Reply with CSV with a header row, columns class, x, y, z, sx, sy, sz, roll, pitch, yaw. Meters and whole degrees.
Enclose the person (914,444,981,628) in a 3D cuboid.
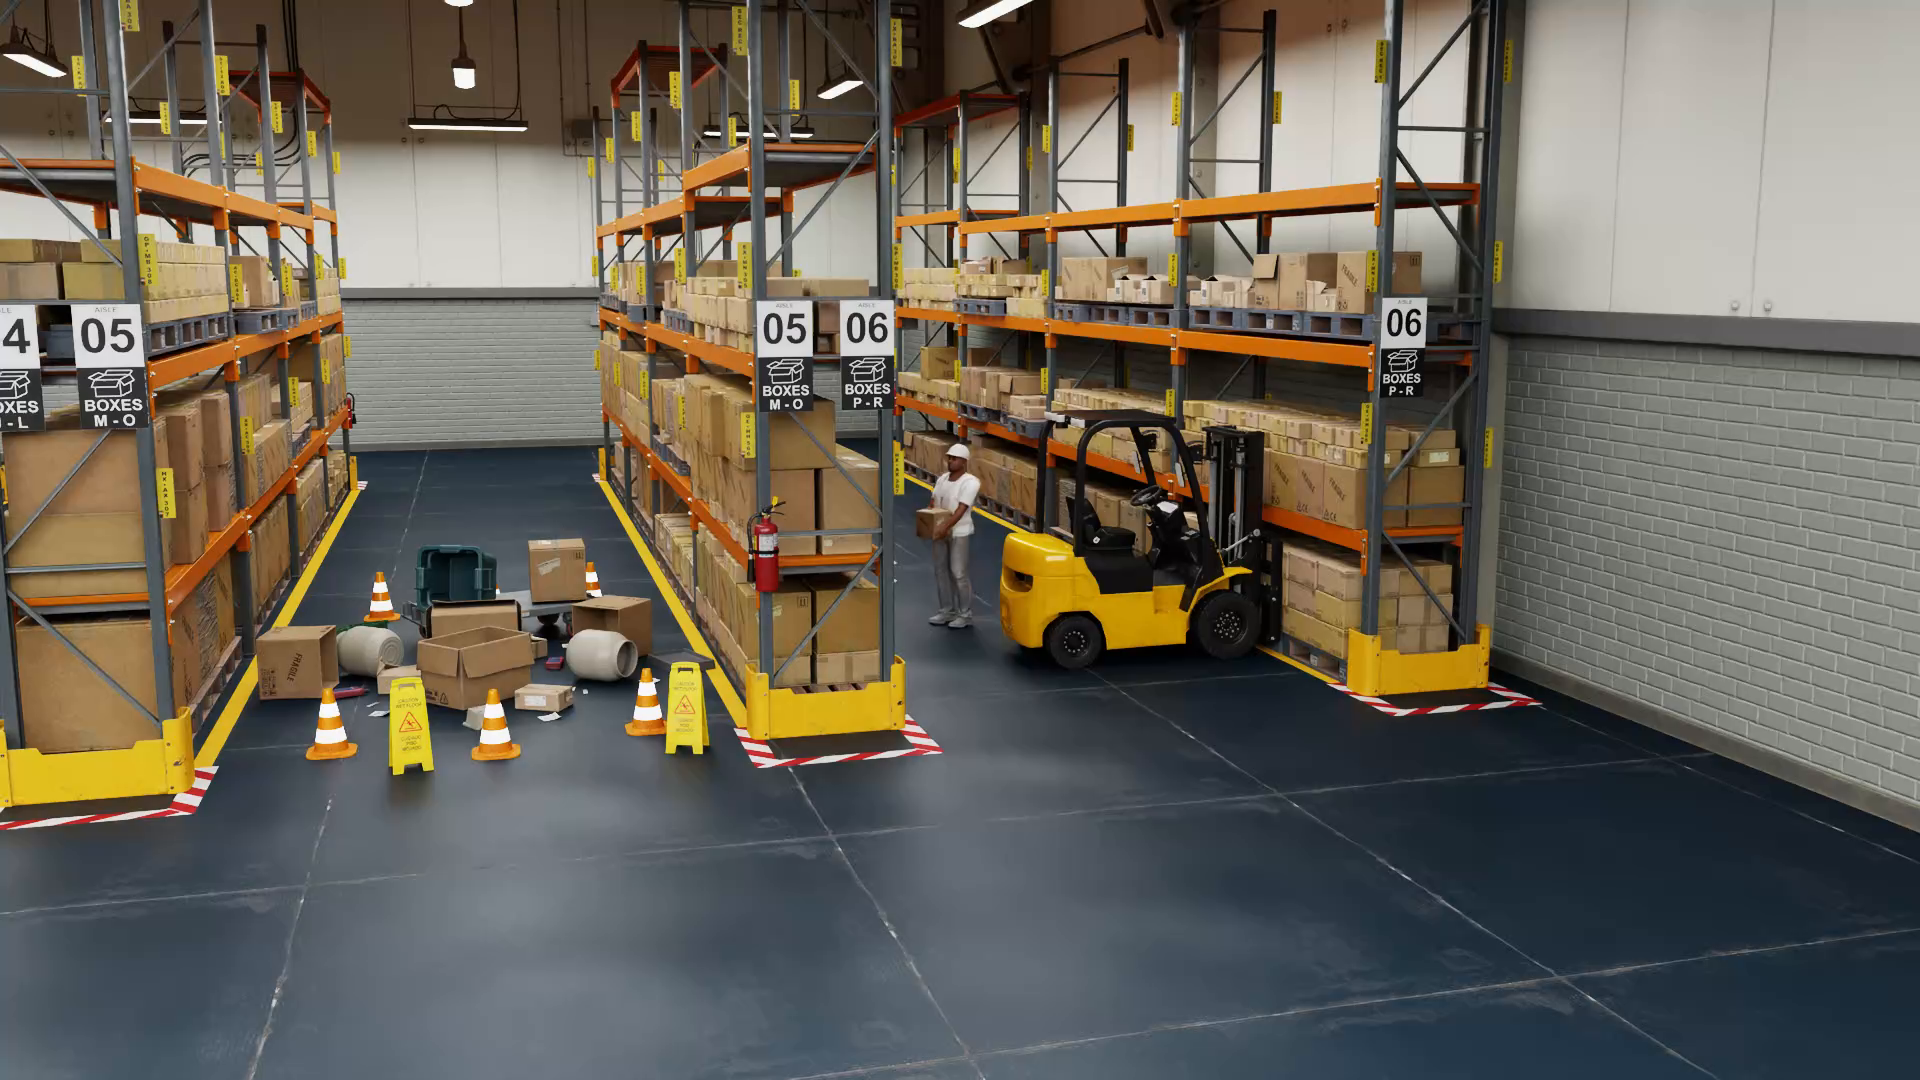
class,x,y,z,sx,sy,sz,roll,pitch,yaw
person,-0.132,-0.036,16.023,0.575,1.767,0.510,-9,13,-43
